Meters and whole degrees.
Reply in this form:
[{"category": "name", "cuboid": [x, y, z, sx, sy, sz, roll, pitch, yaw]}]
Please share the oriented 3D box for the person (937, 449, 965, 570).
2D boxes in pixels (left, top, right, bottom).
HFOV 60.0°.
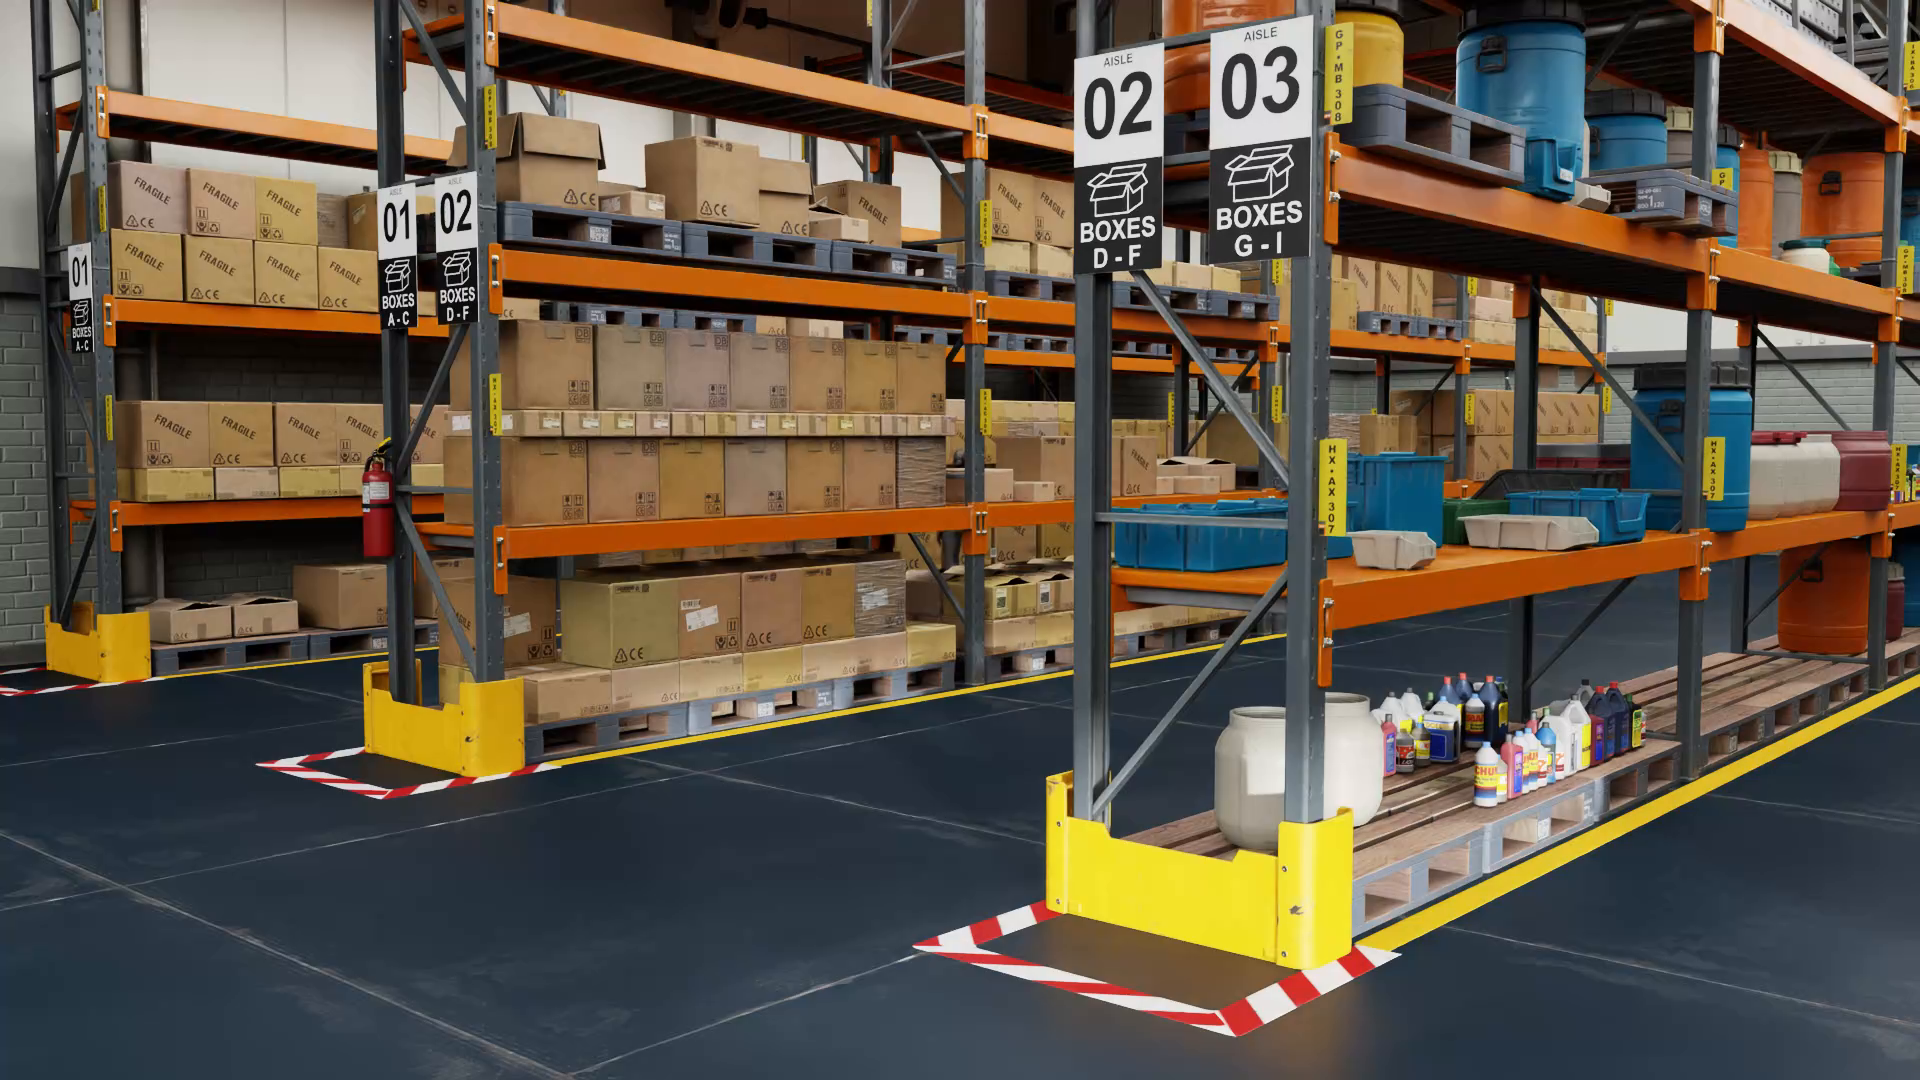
[{"category": "person", "cuboid": [0.019, -0.110, 17.044, 0.529, 1.645, 0.647, 0, 4, -6]}]
